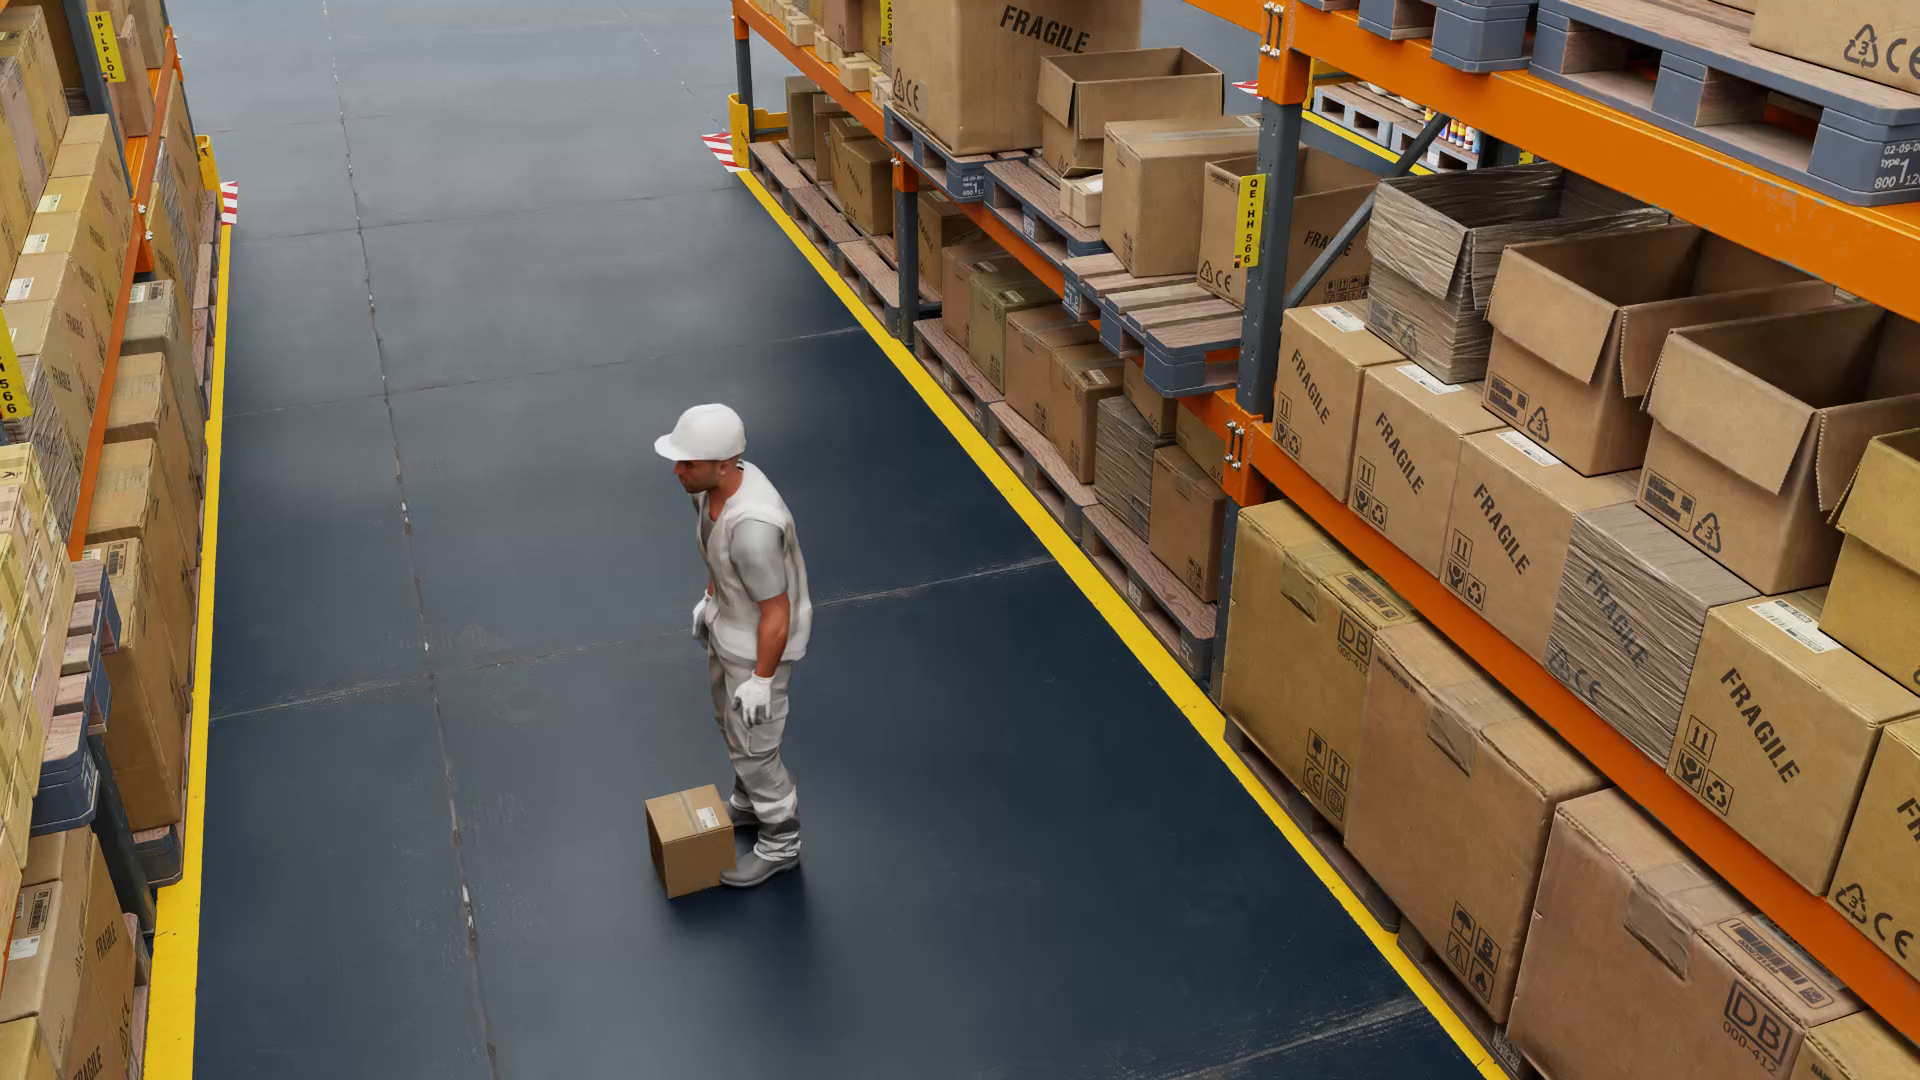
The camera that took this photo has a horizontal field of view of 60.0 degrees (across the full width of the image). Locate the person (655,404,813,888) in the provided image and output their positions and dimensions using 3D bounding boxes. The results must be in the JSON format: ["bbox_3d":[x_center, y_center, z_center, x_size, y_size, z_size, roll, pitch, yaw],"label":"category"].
[{"bbox_3d":[-0.725,0.348,5.498,0.446,1.781,0.623,-12,32,-20],"label":"person"}]
